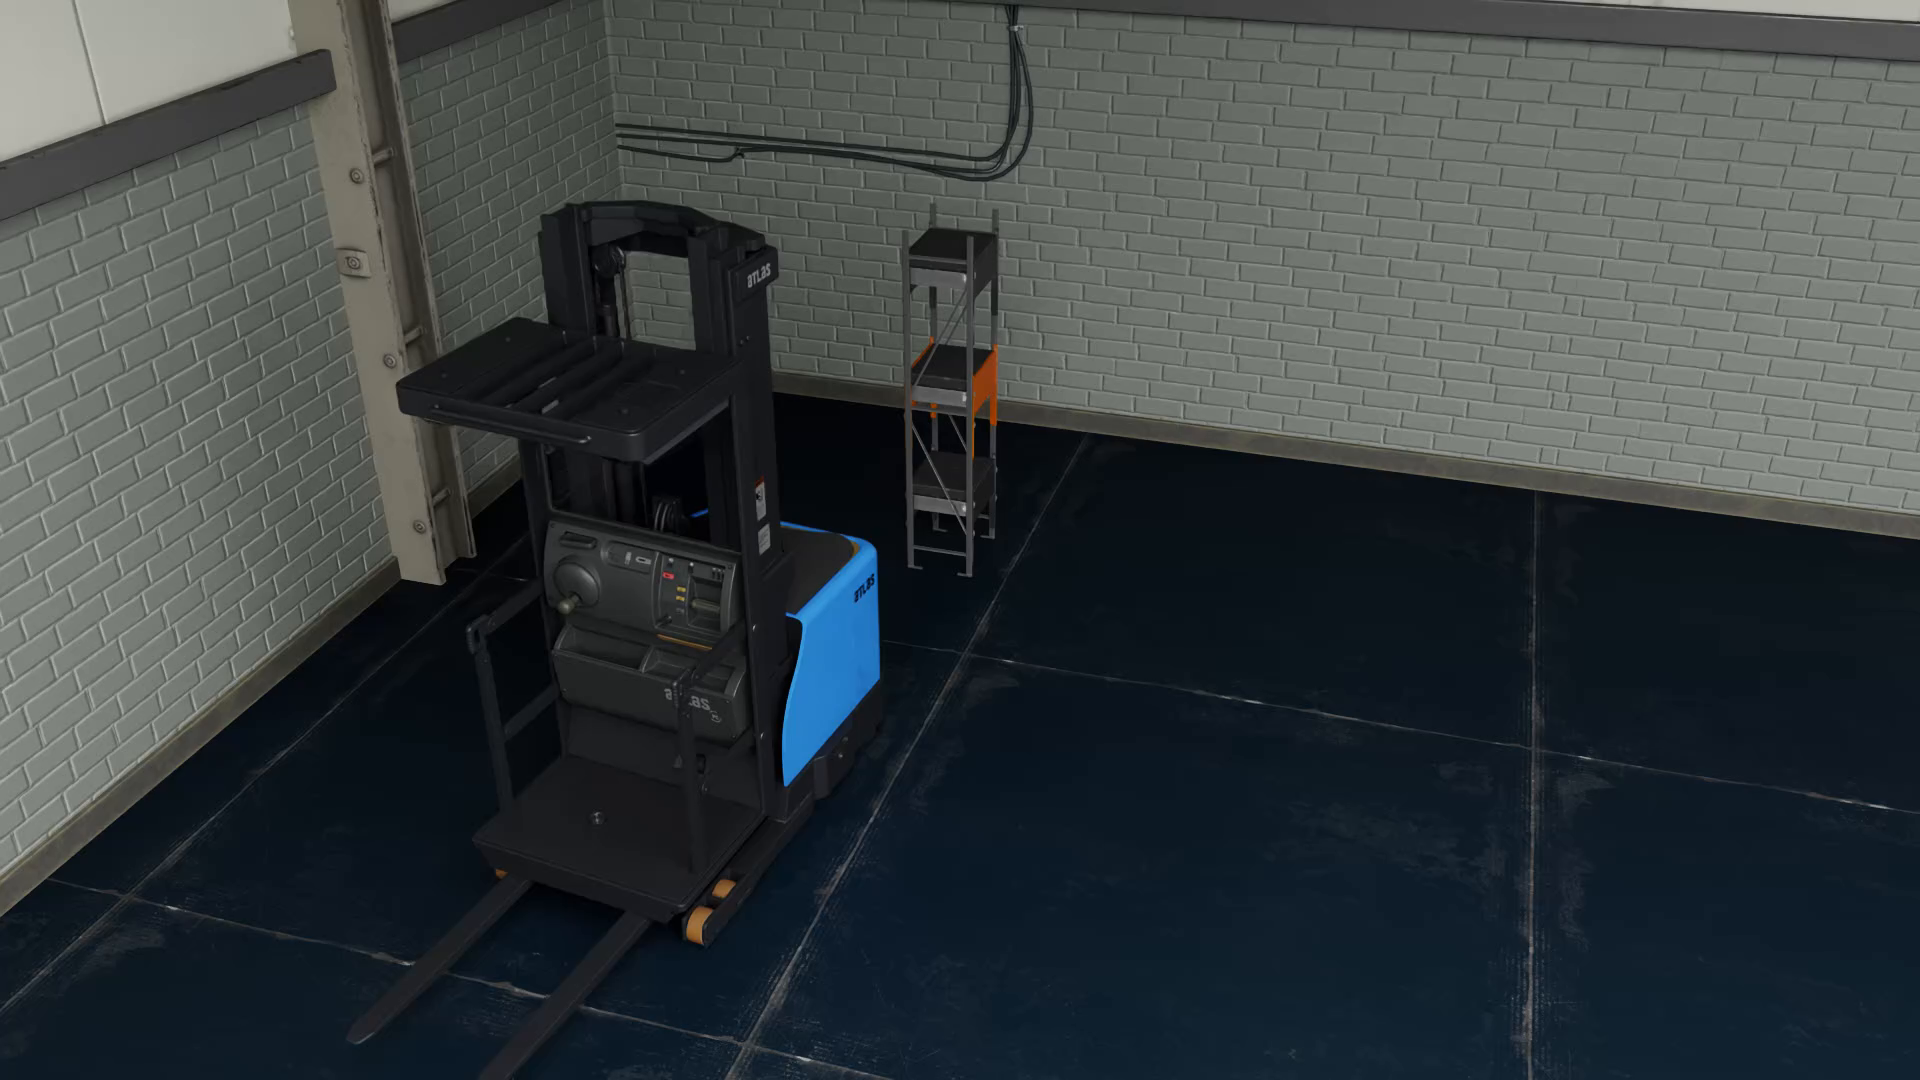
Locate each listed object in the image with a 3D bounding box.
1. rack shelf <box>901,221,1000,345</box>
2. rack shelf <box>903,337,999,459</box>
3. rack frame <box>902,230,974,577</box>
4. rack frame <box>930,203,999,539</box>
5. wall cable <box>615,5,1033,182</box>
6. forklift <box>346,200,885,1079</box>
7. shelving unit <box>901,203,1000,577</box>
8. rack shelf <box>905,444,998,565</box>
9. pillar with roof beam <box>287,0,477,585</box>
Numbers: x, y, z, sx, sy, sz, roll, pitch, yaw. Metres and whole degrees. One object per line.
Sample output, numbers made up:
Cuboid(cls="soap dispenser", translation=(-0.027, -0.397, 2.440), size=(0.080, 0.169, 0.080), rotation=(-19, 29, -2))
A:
Cuboid(cls="rack shelf", translation=(-0.049, -1.440, 9.303), size=(0.431, 0.518, 0.480), rotation=(8, 30, 15))
Cuboid(cls="rack shelf", translation=(-0.049, -0.829, 9.643), size=(0.431, 0.518, 0.480), rotation=(8, 30, 15))
Cuboid(cls="rack frame", translation=(-0.120, -0.727, 9.433), size=(0.400, 2.100, 0.015), rotation=(8, 30, 15))
Cuboid(cls="rack frame", translation=(0.023, -0.954, 9.840), size=(0.400, 2.100, 0.015), rotation=(8, 30, 15))
Cuboid(cls="wall cable", translation=(-1.017, -3.602, 10.697), size=(3.097, 2.526, 0.112), rotation=(8, 30, 15))
Cuboid(cls="forklift", translation=(-1.444, 0.223, 6.869), size=(1.130, 2.935, 3.031), rotation=(12, 31, 21))
Cuboid(cls="shelving unit", translation=(-0.049, -0.841, 9.636), size=(0.431, 2.100, 0.503), rotation=(8, 30, 15))
Cuboid(cls="rack shelf", translation=(-0.049, -0.217, 9.983), size=(0.431, 0.518, 0.480), rotation=(8, 30, 15))
Cuboid(cls="pillar with roof beam", translation=(0.970, -3.164, 6.717), size=(9.100, 9.000, 0.400), rotation=(8, 30, 15))
